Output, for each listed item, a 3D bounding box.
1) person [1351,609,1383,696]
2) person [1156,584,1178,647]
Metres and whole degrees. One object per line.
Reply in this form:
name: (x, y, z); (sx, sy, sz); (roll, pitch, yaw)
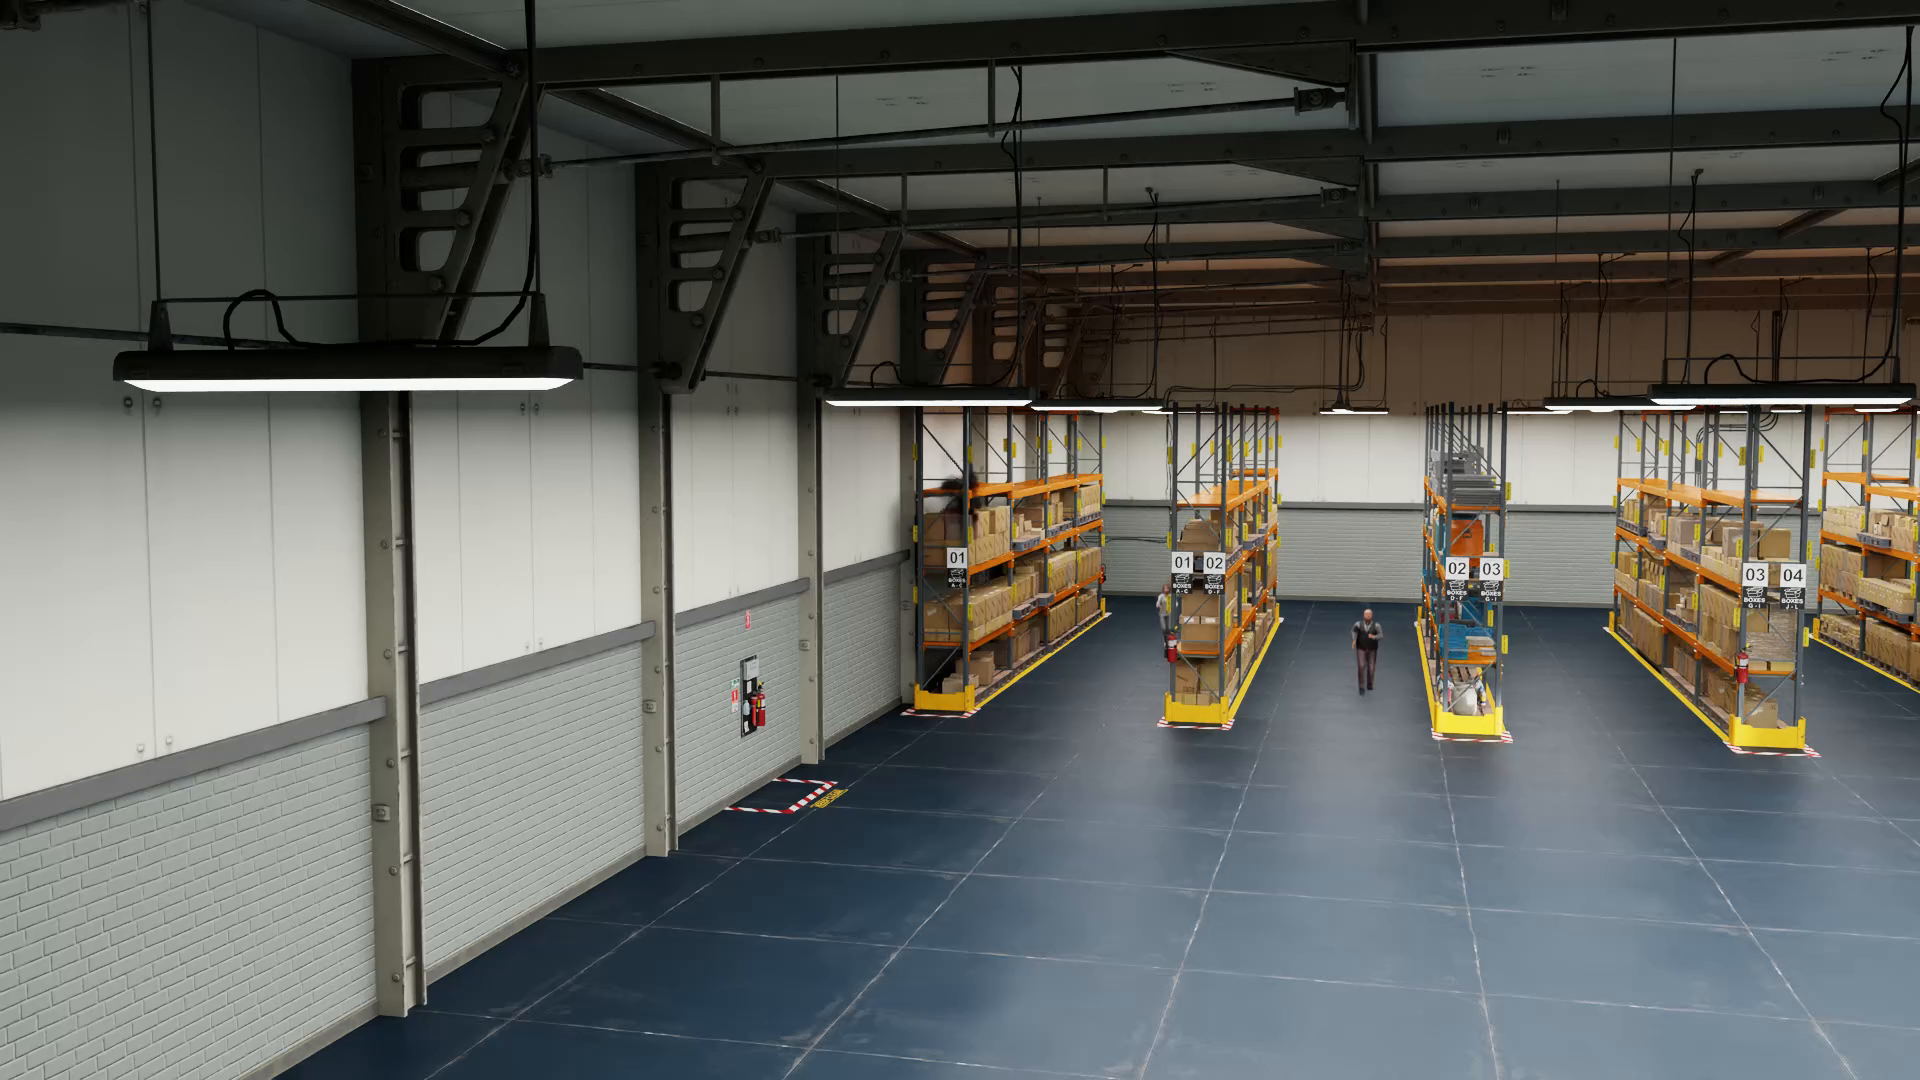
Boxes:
person: (8.416, 2.298, 34.370); (0.645, 1.730, 0.906); (1, 4, 13)
person: (5.120, 1.885, 41.233); (0.521, 1.561, 0.570); (1, 4, 11)
